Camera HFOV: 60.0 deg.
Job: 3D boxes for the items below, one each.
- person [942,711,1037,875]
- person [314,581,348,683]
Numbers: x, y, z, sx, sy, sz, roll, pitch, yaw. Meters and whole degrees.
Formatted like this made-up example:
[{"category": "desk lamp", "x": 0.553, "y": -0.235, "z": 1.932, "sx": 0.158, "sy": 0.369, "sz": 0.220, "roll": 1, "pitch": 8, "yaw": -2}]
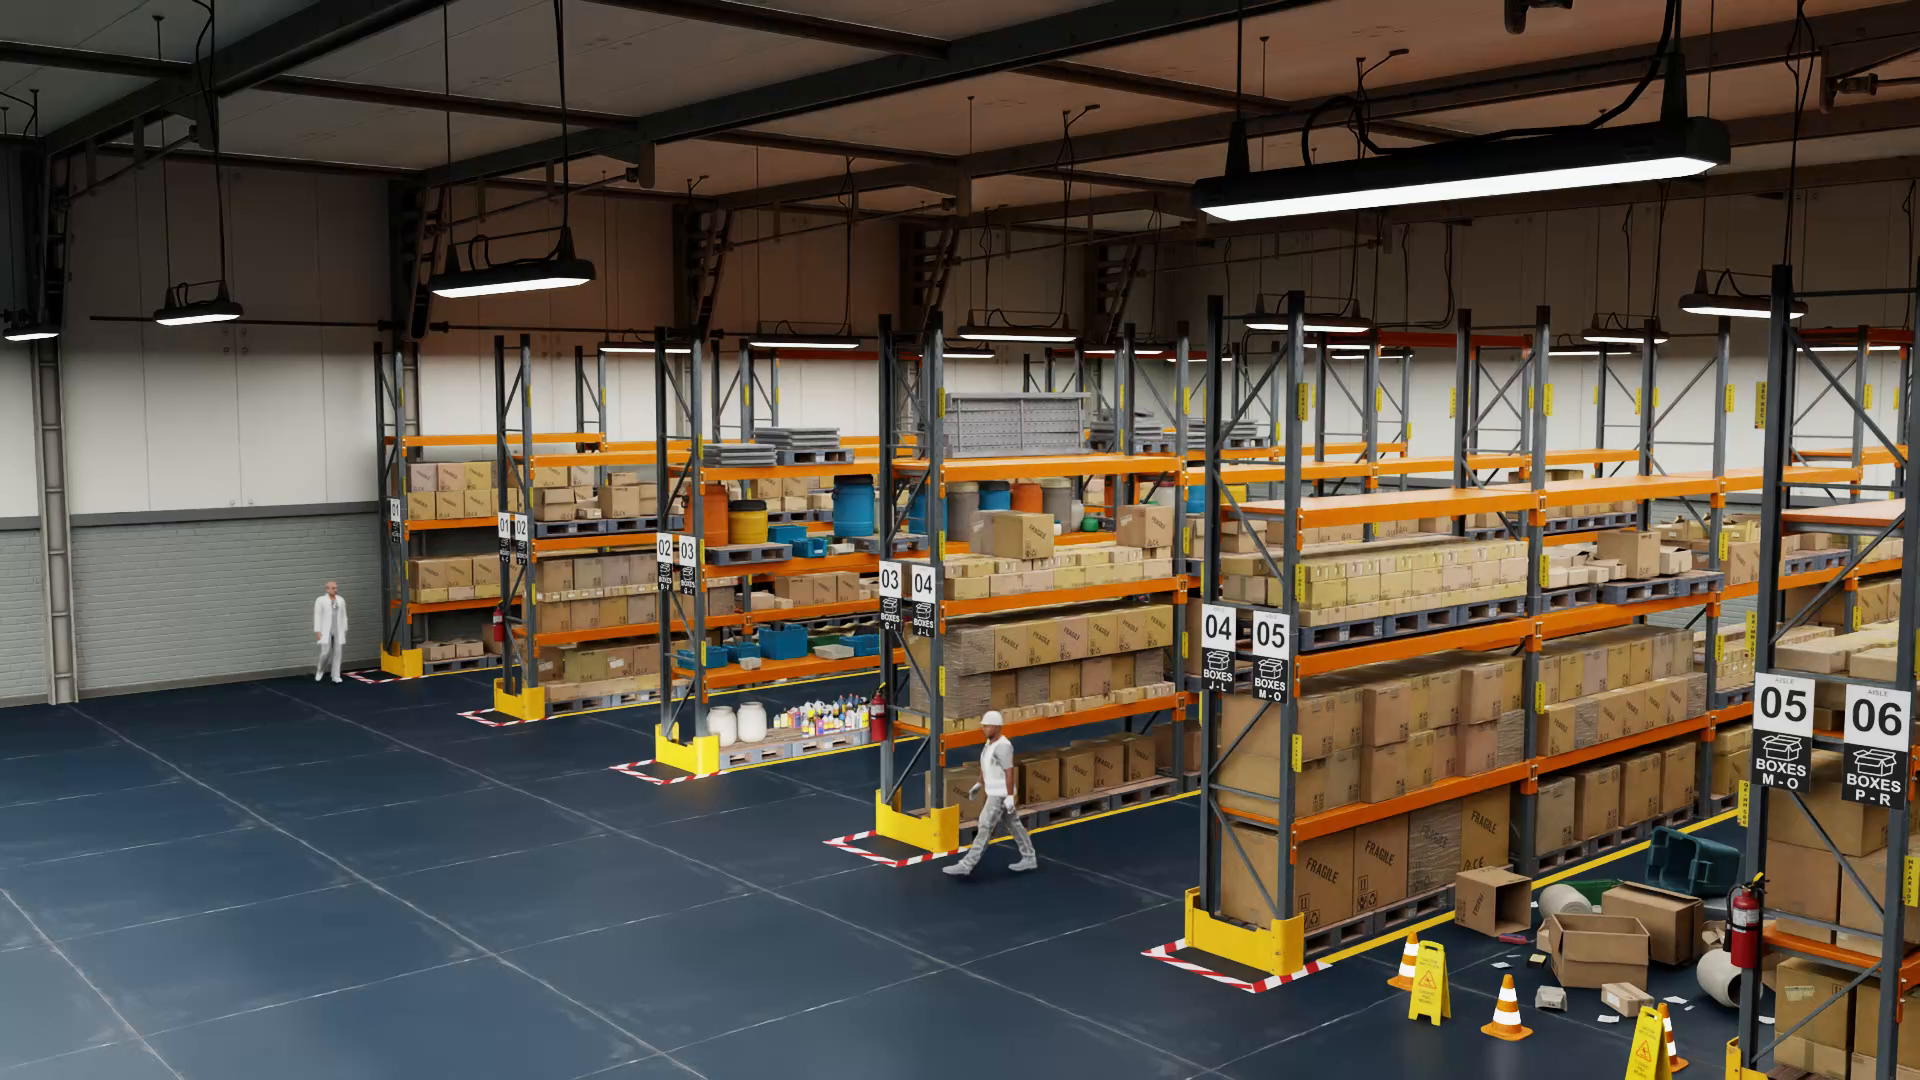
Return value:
[{"category": "person", "x": 0.314, "y": 2.668, "z": 17.612, "sx": 1.034, "sy": 1.728, "sz": 0.577, "roll": 0, "pitch": 5, "yaw": -5}, {"category": "person", "x": -11.045, "y": 1.606, "z": 29.145, "sx": 0.608, "sy": 1.777, "sz": 0.569, "roll": -5, "pitch": 7, "yaw": -43}]
